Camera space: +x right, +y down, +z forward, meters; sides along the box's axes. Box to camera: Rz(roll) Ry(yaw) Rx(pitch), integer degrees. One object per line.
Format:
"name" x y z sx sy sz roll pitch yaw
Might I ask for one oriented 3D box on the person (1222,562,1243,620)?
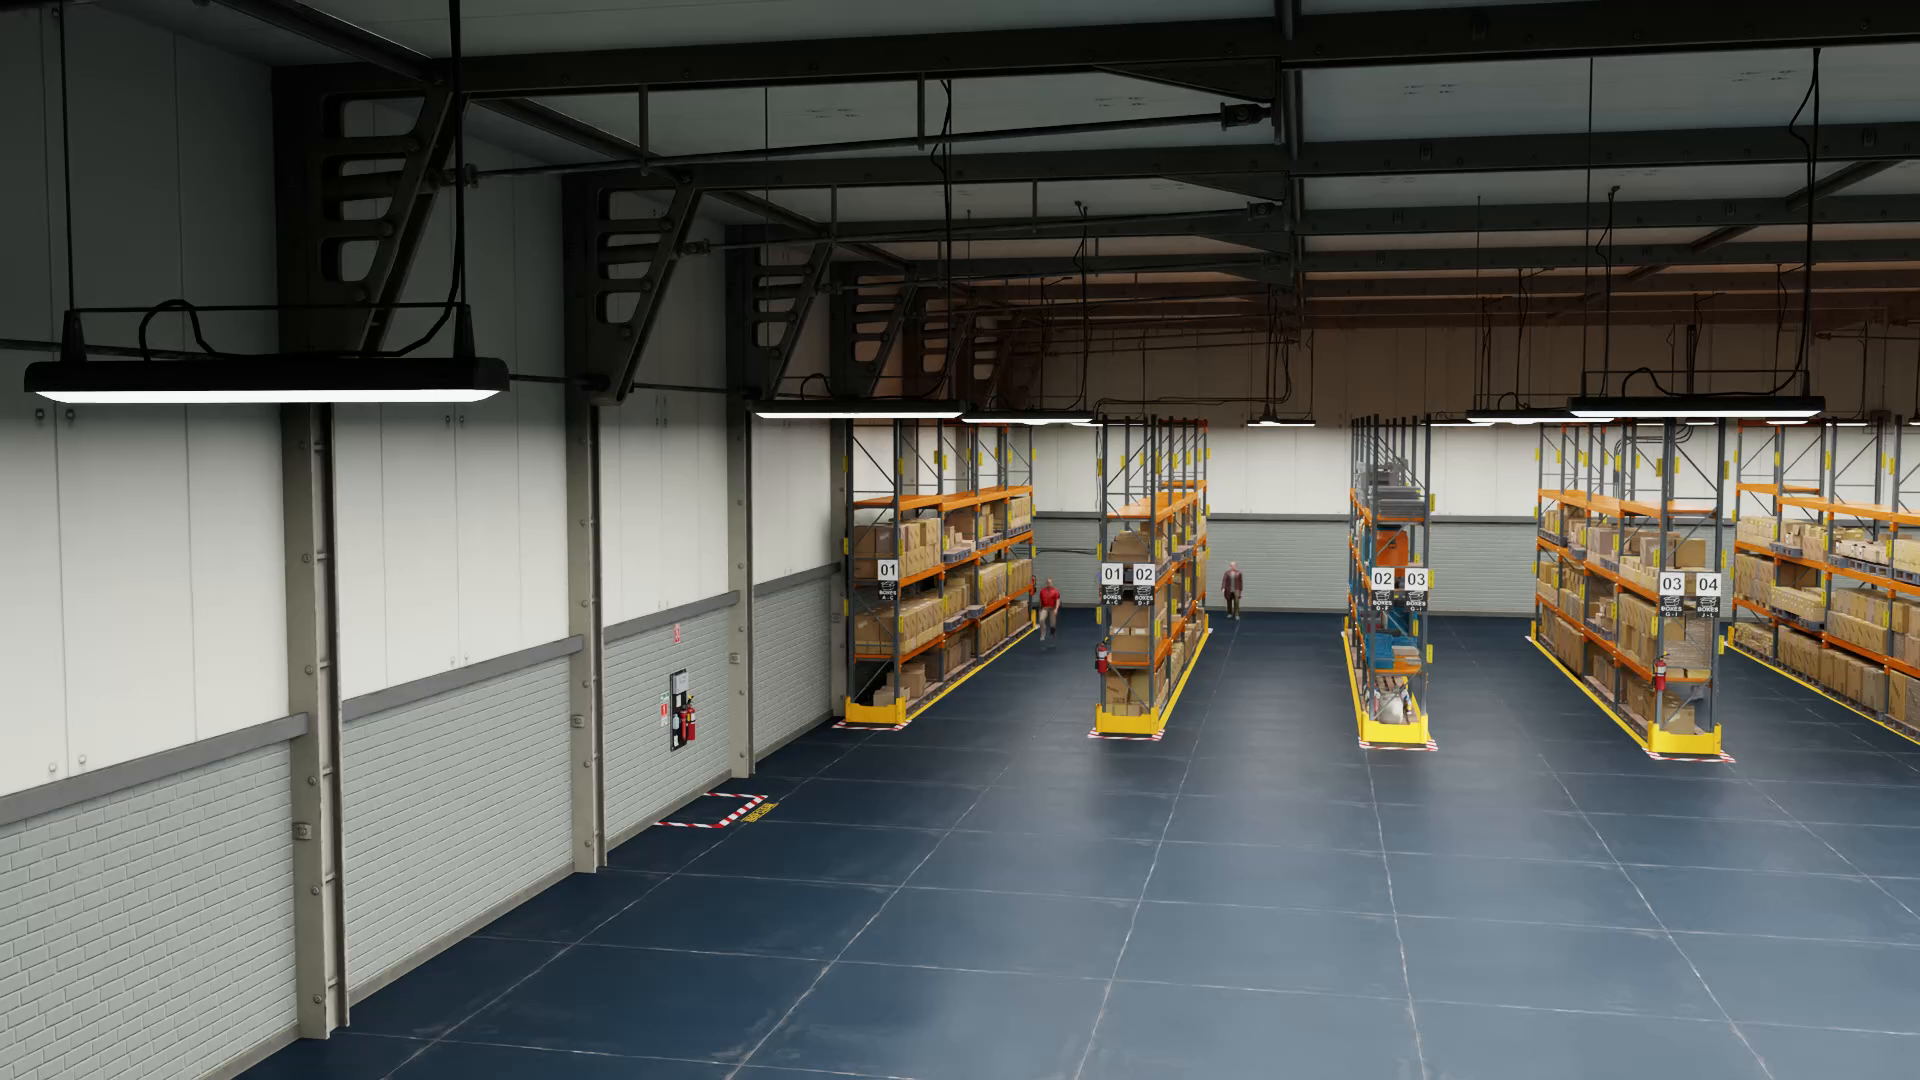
"person" 8.154 1.517 49.792 0.648 1.715 1.128 0 4 7

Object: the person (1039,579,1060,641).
"person" 2.315 1.792 43.121 0.555 1.564 1.072 0 4 3

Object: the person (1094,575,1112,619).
"person" 4.434 1.565 50.181 0.935 1.614 0.473 3 5 39

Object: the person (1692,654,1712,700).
"person" 15.670 2.601 35.249 0.596 1.713 0.673 1 4 17
